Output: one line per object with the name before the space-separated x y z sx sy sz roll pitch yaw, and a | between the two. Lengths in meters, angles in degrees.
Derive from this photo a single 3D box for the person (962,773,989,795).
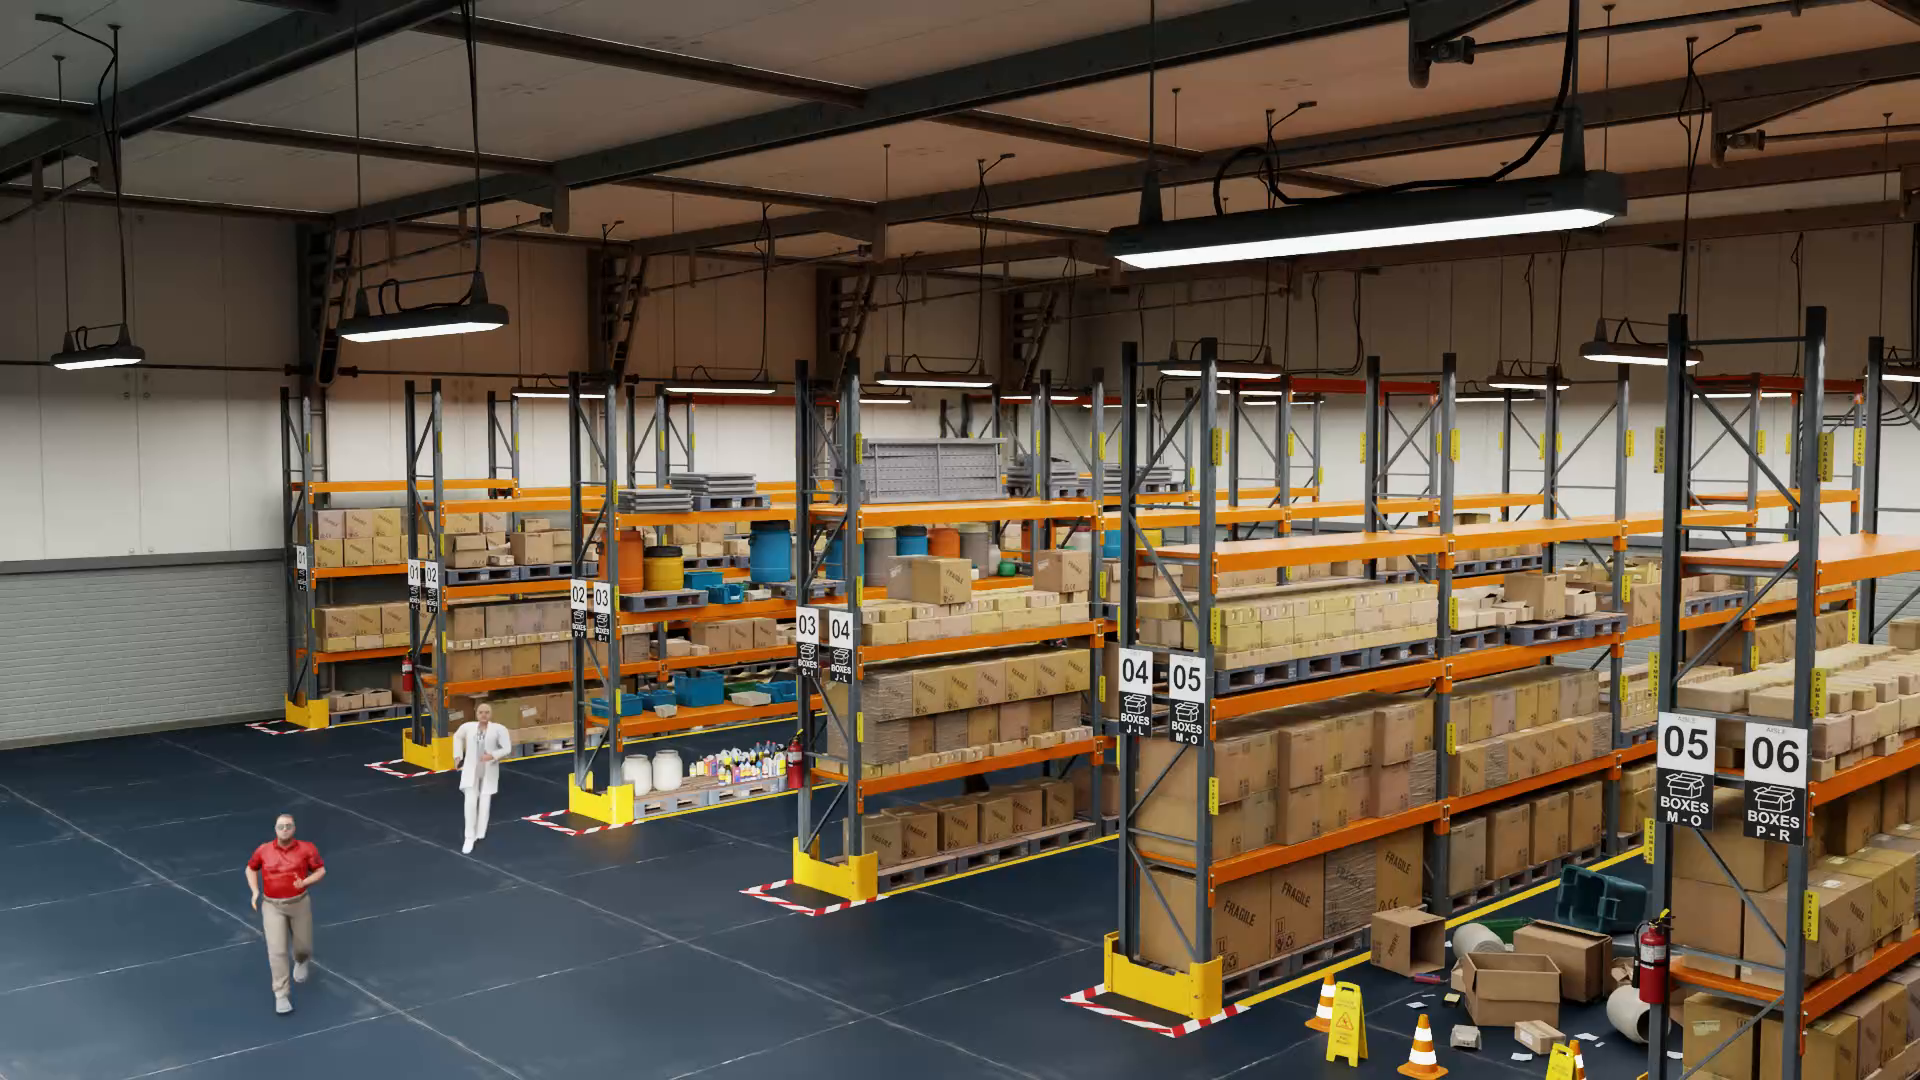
person | 0.201 2.844 22.354 0.865 1.846 0.677 -4 5 -45

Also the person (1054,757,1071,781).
person | 1.450 2.820 24.041 0.592 1.718 0.725 3 5 41

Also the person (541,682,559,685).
person | -7.106 2.510 29.124 0.575 1.615 0.560 3 5 38

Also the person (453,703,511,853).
person | -5.994 2.958 20.887 0.705 1.839 0.805 -1 4 -15

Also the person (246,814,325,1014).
person | -6.121 3.338 15.116 0.674 1.696 0.921 -1 4 -22
